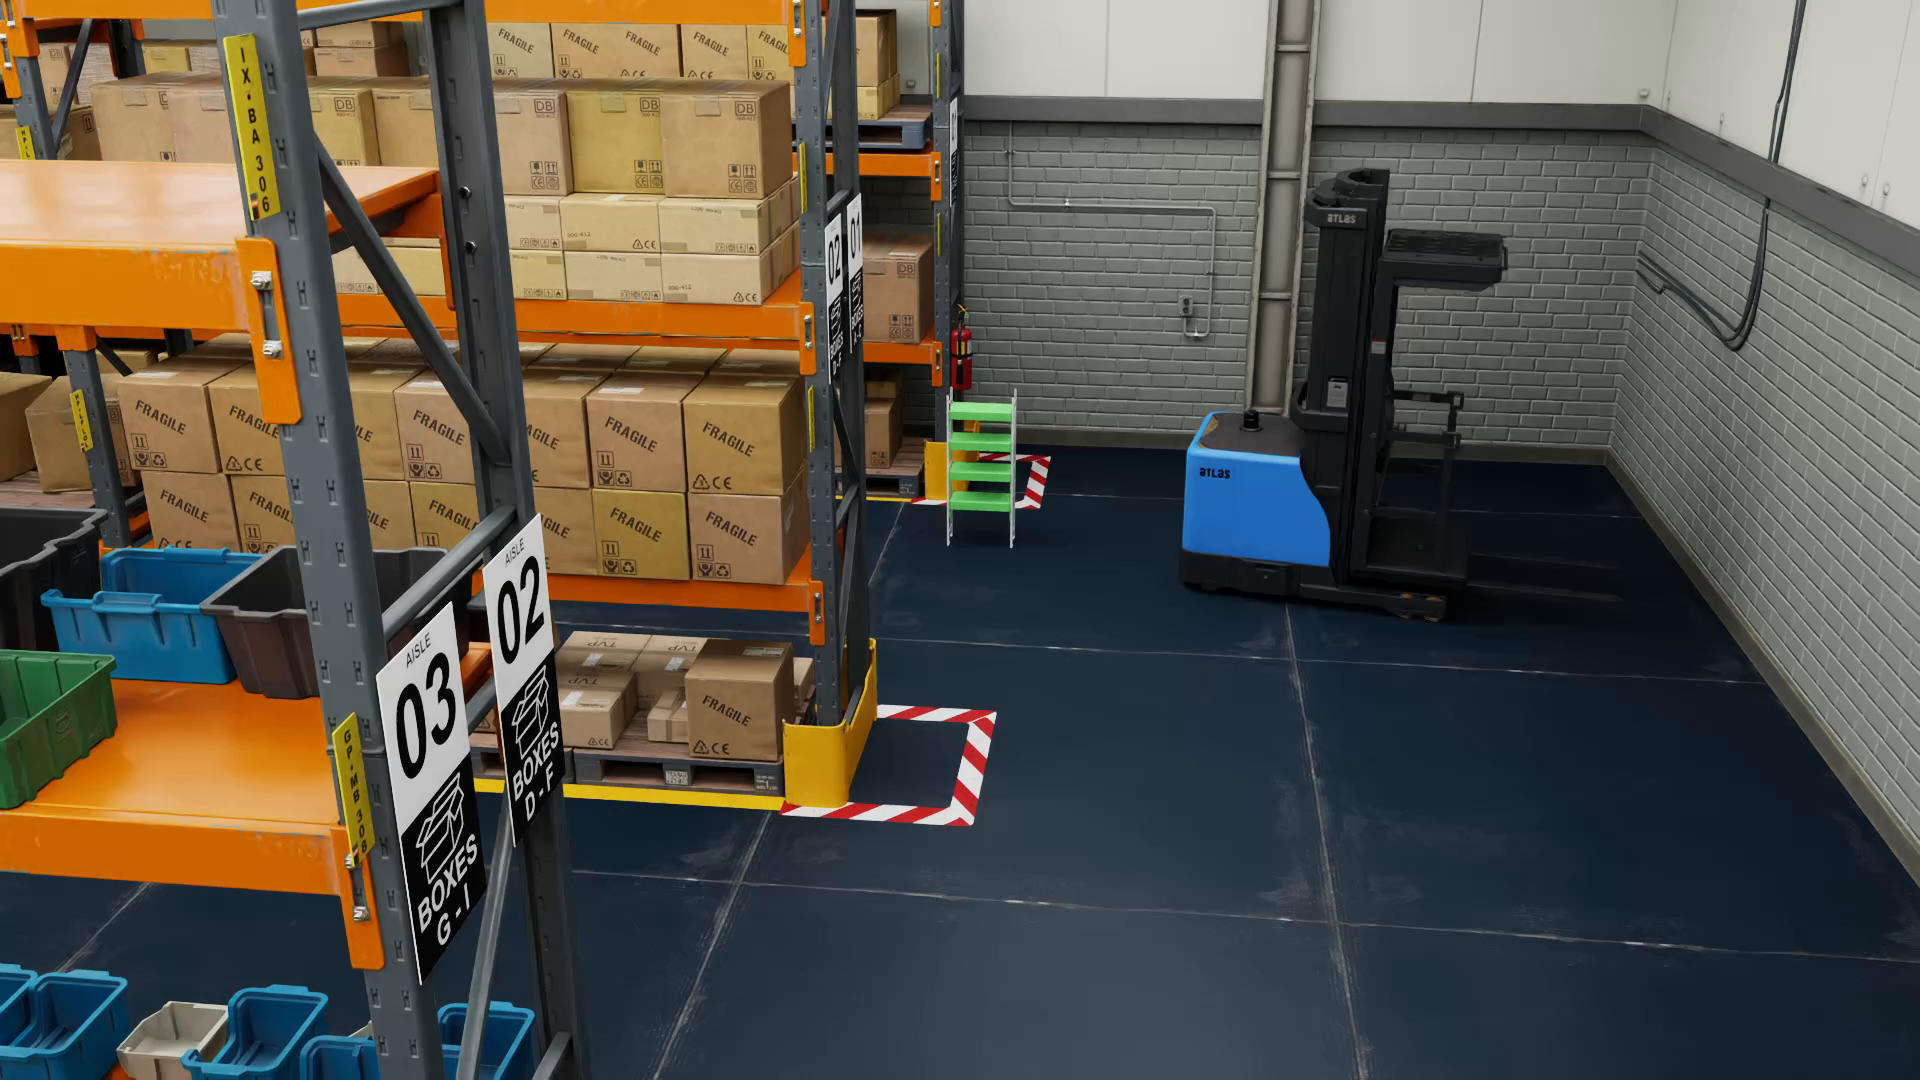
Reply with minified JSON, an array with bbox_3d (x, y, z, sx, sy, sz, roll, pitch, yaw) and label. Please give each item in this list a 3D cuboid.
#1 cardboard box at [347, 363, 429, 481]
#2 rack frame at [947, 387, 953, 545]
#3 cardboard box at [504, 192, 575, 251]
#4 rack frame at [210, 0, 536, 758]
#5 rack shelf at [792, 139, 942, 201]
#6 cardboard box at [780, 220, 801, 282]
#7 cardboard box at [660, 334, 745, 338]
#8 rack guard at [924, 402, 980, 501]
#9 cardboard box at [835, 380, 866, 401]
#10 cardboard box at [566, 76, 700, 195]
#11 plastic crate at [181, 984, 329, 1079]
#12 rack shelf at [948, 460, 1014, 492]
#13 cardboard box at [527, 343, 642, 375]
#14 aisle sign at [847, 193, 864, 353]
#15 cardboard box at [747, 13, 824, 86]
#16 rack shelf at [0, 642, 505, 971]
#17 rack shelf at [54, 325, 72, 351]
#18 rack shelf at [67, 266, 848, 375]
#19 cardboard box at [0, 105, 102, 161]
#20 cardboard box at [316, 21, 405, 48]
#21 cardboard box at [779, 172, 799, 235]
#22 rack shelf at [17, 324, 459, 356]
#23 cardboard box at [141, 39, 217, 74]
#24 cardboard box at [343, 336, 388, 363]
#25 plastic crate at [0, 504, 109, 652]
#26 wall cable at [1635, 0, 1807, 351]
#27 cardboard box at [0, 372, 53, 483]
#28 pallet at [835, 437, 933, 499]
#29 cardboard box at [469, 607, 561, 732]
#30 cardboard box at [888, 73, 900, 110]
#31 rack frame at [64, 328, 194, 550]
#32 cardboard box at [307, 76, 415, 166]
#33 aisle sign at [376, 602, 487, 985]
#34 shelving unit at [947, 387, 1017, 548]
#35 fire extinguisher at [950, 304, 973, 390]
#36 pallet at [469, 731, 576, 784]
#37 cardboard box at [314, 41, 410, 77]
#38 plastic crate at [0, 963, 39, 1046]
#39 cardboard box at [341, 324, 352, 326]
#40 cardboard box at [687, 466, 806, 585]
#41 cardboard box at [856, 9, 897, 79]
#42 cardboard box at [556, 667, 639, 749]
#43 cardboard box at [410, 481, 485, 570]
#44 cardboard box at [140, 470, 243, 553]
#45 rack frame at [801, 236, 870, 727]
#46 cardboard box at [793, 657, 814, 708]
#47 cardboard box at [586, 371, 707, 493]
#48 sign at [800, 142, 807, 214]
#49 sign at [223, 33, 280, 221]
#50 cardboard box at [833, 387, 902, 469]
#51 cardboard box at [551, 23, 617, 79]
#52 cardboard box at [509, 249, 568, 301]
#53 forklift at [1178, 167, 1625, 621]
[{"bbox_3d":[-3.178,-0.644,8.993,0.500,0.500,0.500,2,22,5],"label":"cardboard box"},{"bbox_3d":[-0.078,-0.561,12.728,0.015,1.200,0.240,2,22,6],"label":"rack frame"},{"bbox_3d":[-2.196,-1.659,8.499,0.500,0.250,0.500,2,22,6],"label":"cardboard box"},{"bbox_3d":[-1.250,-1.109,3.505,0.127,3.000,1.000,2,22,6],"label":"rack frame"},{"bbox_3d":[-2.070,-3.083,13.556,4.000,0.370,1.077,2,22,6],"label":"rack shelf"},{"bbox_3d":[-1.144,-1.567,8.949,0.500,0.250,0.500,2,22,6],"label":"cardboard box"},{"bbox_3d":[-2.072,-2.158,13.909,0.700,0.700,0.980,1,22,4],"label":"cardboard box"},{"bbox_3d":[-0.061,-0.772,14.214,0.348,0.500,1.175,2,22,6],"label":"rack guard"},{"bbox_3d":[-0.940,-1.203,13.850,0.250,0.149,0.380,2,22,6],"label":"cardboard box"},{"bbox_3d":[-1.662,-2.102,8.602,0.500,0.500,0.700,2,22,6],"label":"cardboard box"},{"bbox_3d":[-2.110,1.572,5.030,0.300,0.233,0.416,2,22,6],"label":"plastic crate"},{"bbox_3d":[0.164,-0.491,12.725,0.480,0.148,0.258,2,22,6],"label":"rack shelf"},{"bbox_3d":[-2.090,-0.797,9.381,0.500,0.500,0.500,3,22,7],"label":"cardboard box"},{"bbox_3d":[-0.561,-1.440,8.967,0.004,0.787,0.394,2,22,6],"label":"aisle sign"},{"bbox_3d":[-1.339,-3.809,12.892,0.500,0.500,0.500,3,22,8],"label":"cardboard box"},{"bbox_3d":[-3.236,0.534,4.407,4.000,0.370,1.077,2,22,6],"label":"rack shelf"},{"bbox_3d":[-6.622,-1.447,9.419,4.000,0.370,1.077,2,22,6],"label":"rack shelf"},{"bbox_3d":[-2.650,-1.274,8.981,4.000,0.370,1.077,2,22,6],"label":"rack shelf"},{"bbox_3d":[-5.127,-2.032,9.077,0.600,0.600,0.600,0,22,1],"label":"cardboard box"},{"bbox_3d":[-4.915,-4.190,13.623,0.500,0.250,0.500,4,22,10],"label":"cardboard box"},{"bbox_3d":[-1.143,-1.802,8.862,0.500,0.250,0.500,2,22,6],"label":"cardboard box"},{"bbox_3d":[-6.043,-1.861,14.546,4.000,0.370,1.077,2,22,6],"label":"rack shelf"},{"bbox_3d":[-6.460,-3.896,13.899,0.500,0.500,0.700,4,22,9],"label":"cardboard box"},{"bbox_3d":[-3.594,-0.863,9.547,0.500,0.500,0.500,2,22,5],"label":"cardboard box"},{"bbox_3d":[-2.735,0.149,4.489,0.767,0.338,0.504,2,22,6],"label":"plastic crate"},{"bbox_3d":[5.490,-2.907,12.276,0.112,2.526,3.097,2,22,6],"label":"wall cable"},{"bbox_3d":[-5.770,-0.651,9.799,0.500,0.500,0.700,6,22,15],"label":"cardboard box"},{"bbox_3d":[-0.888,-0.645,14.285,1.213,0.211,1.003,2,22,6],"label":"pallet"},{"bbox_3d":[-2.770,0.735,9.797,0.637,0.503,0.797,2,22,6],"label":"cardboard box"},{"bbox_3d":[-0.780,-3.624,13.444,0.500,0.250,0.500,4,22,9],"label":"cardboard box"},{"bbox_3d":[-4.636,-0.300,9.619,0.127,3.000,1.000,2,22,6],"label":"rack frame"},{"bbox_3d":[-3.171,-2.107,8.613,0.500,0.500,0.700,2,22,6],"label":"cardboard box"},{"bbox_3d":[-1.213,0.582,3.851,0.004,0.787,0.394,2,22,6],"label":"aisle sign"},{"bbox_3d":[0.164,-0.551,12.701,0.503,1.200,0.258,2,22,6],"label":"shelving unit"},{"bbox_3d":[0.011,-1.552,13.397,0.183,0.674,0.296,2,22,6],"label":"fire extinguisher"},{"bbox_3d":[-2.739,1.079,9.925,1.213,0.211,1.003,2,22,6],"label":"pallet"},{"bbox_3d":[-4.918,-3.833,13.742,0.500,0.500,0.700,1,22,3],"label":"cardboard box"},{"bbox_3d":[-3.062,1.530,5.135,0.300,0.233,0.416,2,22,6],"label":"plastic crate"},{"bbox_3d":[-5.200,-1.933,14.063,0.250,0.149,0.380,3,22,6],"label":"cardboard box"},{"bbox_3d":[-1.140,-0.094,8.961,0.500,0.500,0.500,3,22,8],"label":"cardboard box"},{"bbox_3d":[-0.781,-3.971,13.302,0.500,0.500,0.500,2,22,4],"label":"cardboard box"},{"bbox_3d":[-2.172,0.961,9.570,0.500,0.250,0.500,2,22,6],"label":"cardboard box"},{"bbox_3d":[-2.651,-0.160,9.129,0.500,0.500,0.500,2,22,6],"label":"cardboard box"},{"bbox_3d":[-4.162,-0.225,9.294,0.500,0.500,0.500,3,22,8],"label":"cardboard box"},{"bbox_3d":[-0.664,-0.127,9.182,0.127,3.000,1.000,2,22,6],"label":"rack frame"},{"bbox_3d":[-1.039,0.850,9.988,0.250,0.149,0.380,2,22,6],"label":"cardboard box"},{"bbox_3d":[-1.640,-0.579,8.829,0.500,0.500,0.500,3,22,8],"label":"cardboard box"},{"bbox_3d":[-0.749,-1.732,7.957,0.005,0.325,0.100,2,22,6],"label":"sign"},{"bbox_3d":[-1.299,-0.757,3.054,0.005,0.325,0.100,2,22,6],"label":"sign"},{"bbox_3d":[-0.791,-0.963,14.123,0.500,0.500,0.700,2,22,6],"label":"cardboard box"},{"bbox_3d":[-2.871,-3.872,13.050,0.500,0.500,0.500,2,22,5],"label":"cardboard box"},{"bbox_3d":[-2.198,-1.421,8.578,0.500,0.250,0.500,2,22,6],"label":"cardboard box"},{"bbox_3d":[3.159,-1.018,11.528,3.031,2.935,1.130,6,22,16],"label":"forklift"}]
